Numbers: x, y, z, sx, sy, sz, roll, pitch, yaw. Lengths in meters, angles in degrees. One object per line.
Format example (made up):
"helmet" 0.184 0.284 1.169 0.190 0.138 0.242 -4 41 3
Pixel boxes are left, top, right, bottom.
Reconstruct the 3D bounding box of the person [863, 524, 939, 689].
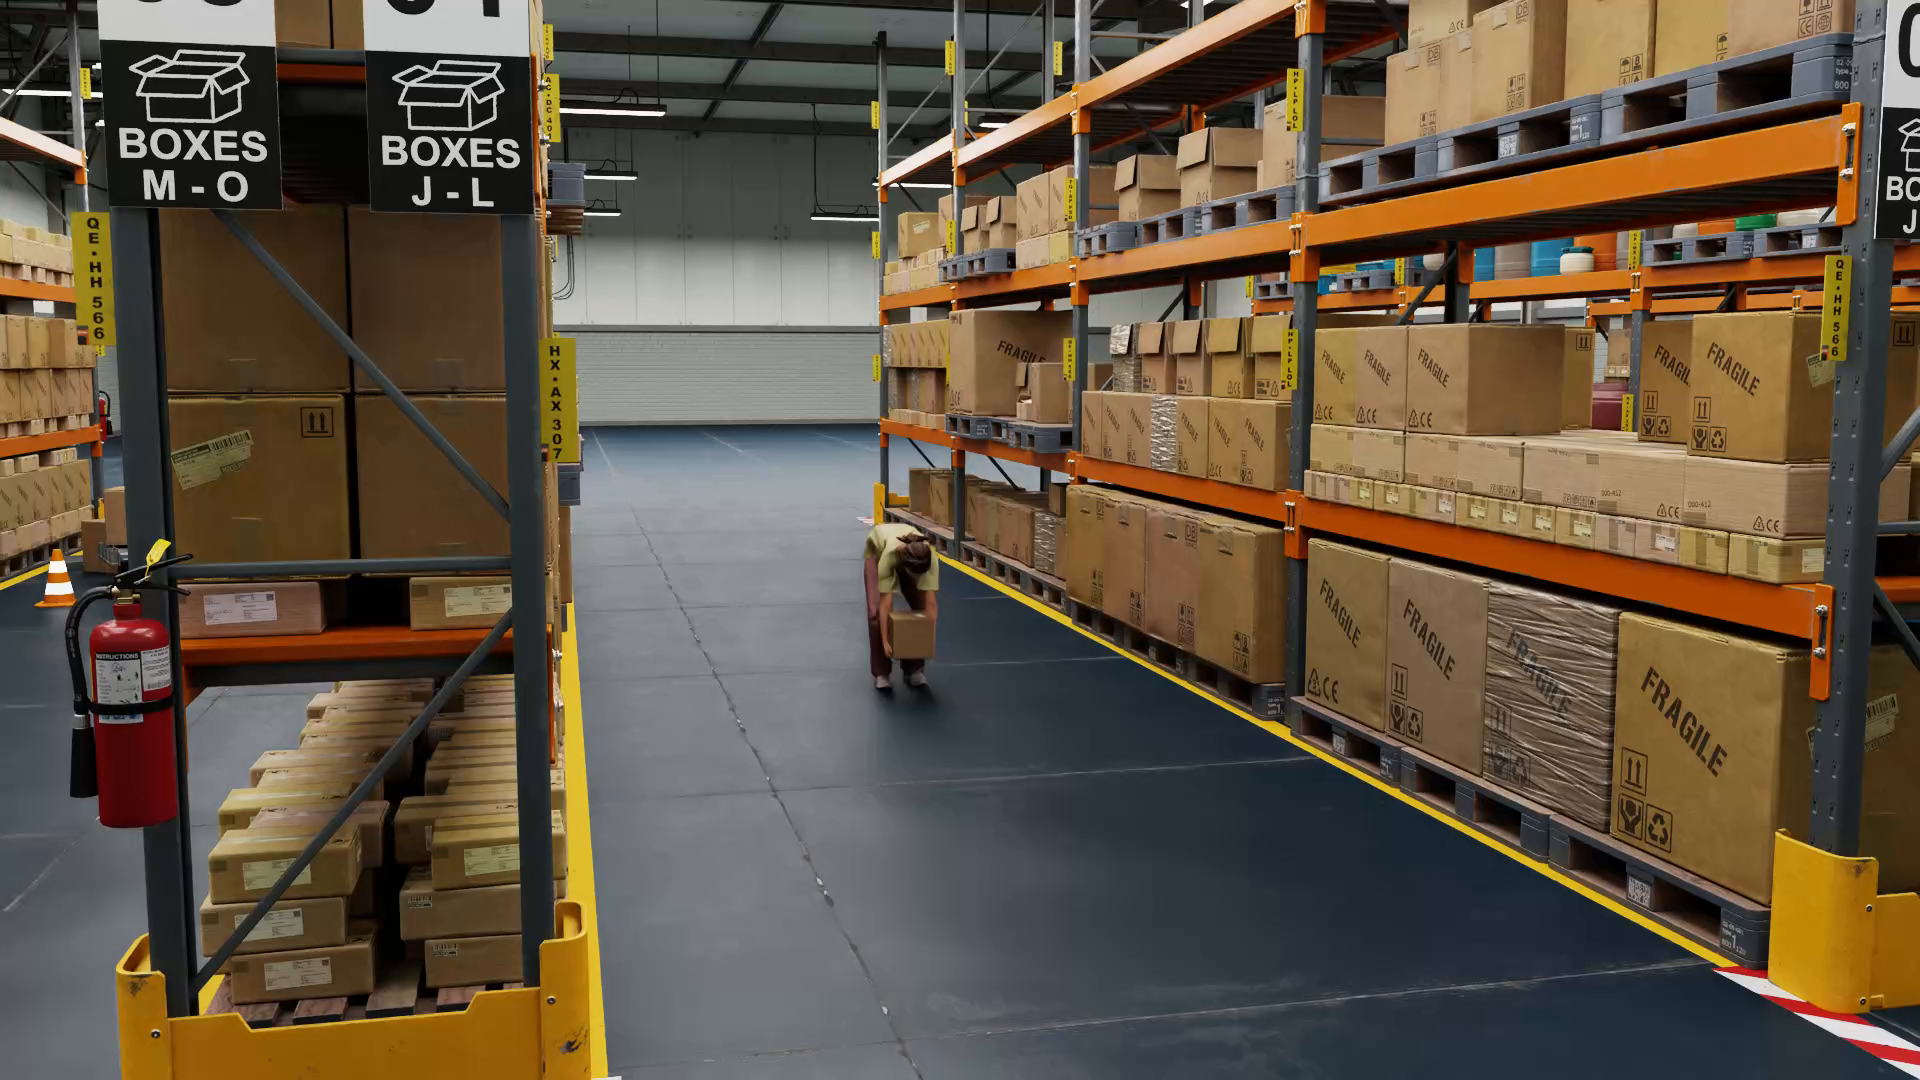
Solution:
"person" -0.342 0.426 10.267 0.431 1.020 0.870 -2 6 -16
